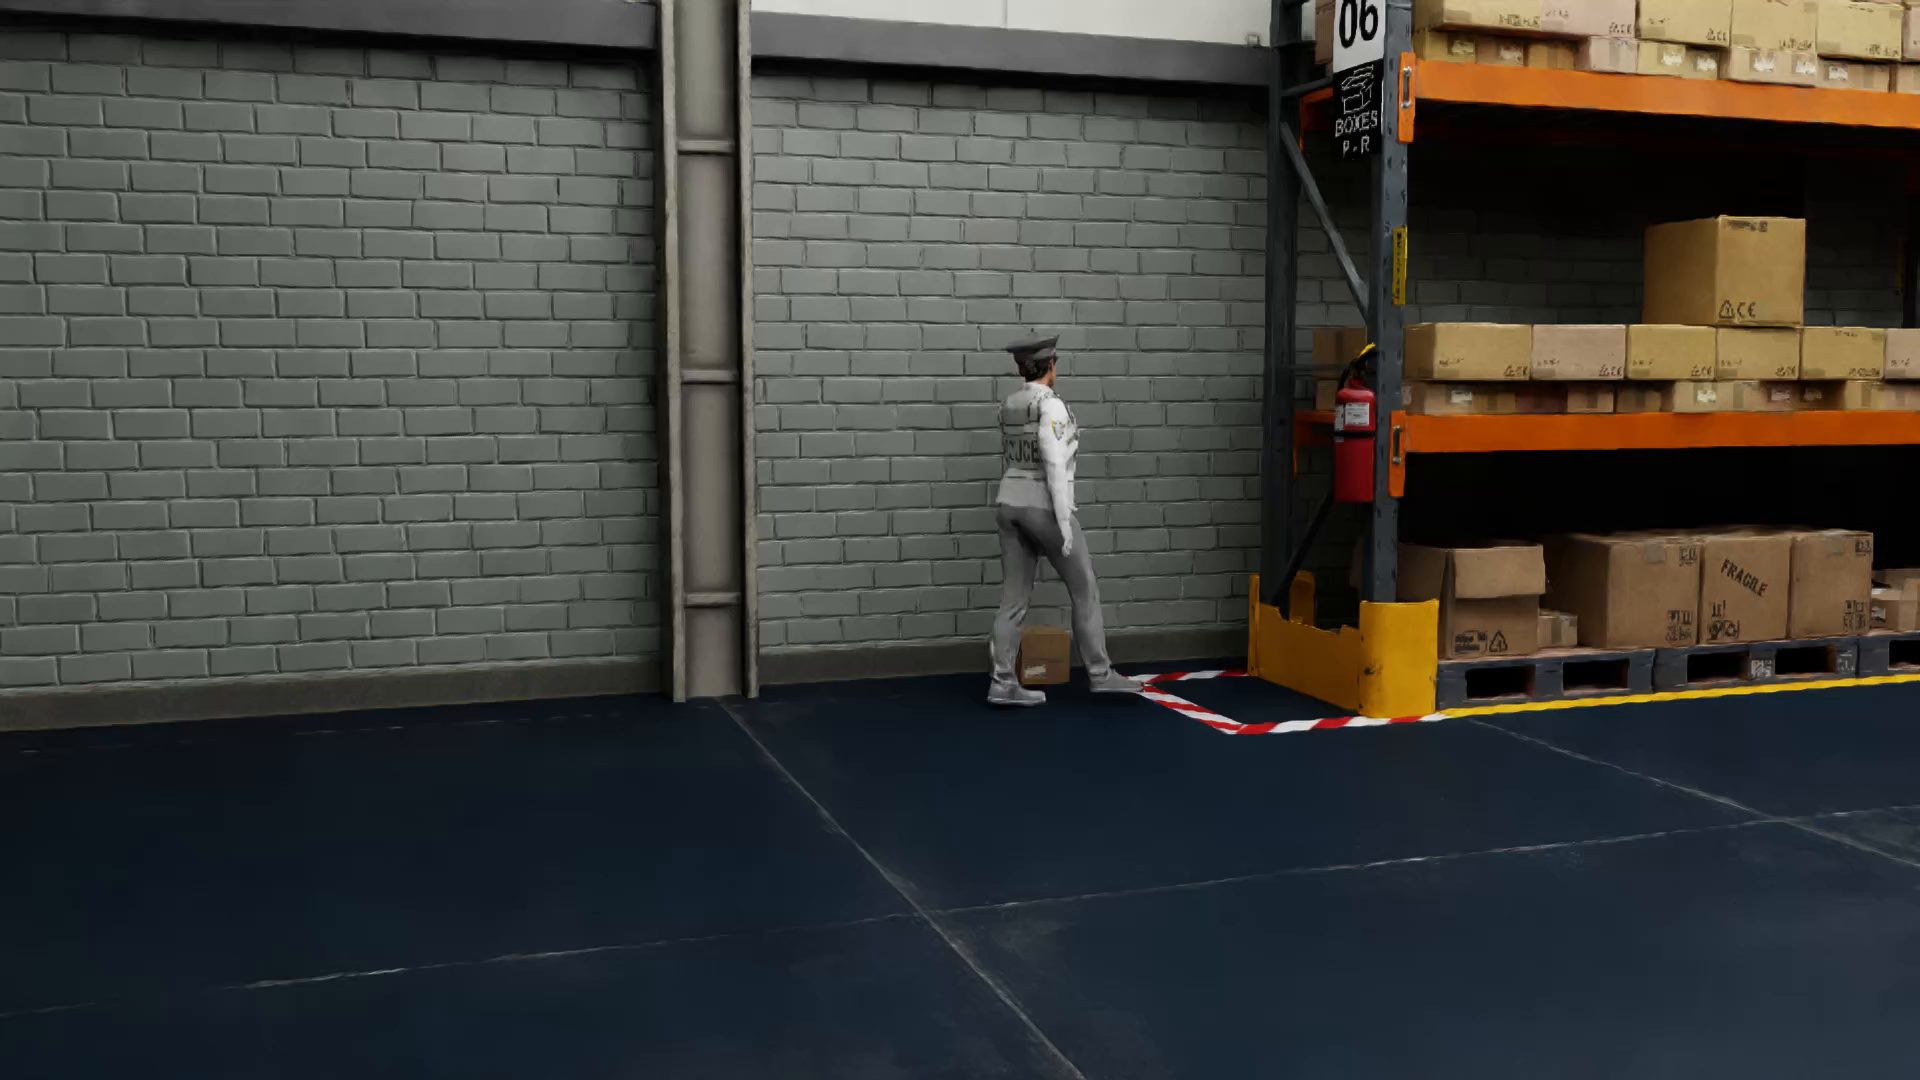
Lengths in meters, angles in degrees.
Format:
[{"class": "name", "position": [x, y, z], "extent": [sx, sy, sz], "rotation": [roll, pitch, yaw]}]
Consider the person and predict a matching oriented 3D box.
[{"class": "person", "position": [0.428, -0.102, 7.475], "extent": [0.739, 1.649, 0.540], "rotation": [-5, 7, -38]}]
